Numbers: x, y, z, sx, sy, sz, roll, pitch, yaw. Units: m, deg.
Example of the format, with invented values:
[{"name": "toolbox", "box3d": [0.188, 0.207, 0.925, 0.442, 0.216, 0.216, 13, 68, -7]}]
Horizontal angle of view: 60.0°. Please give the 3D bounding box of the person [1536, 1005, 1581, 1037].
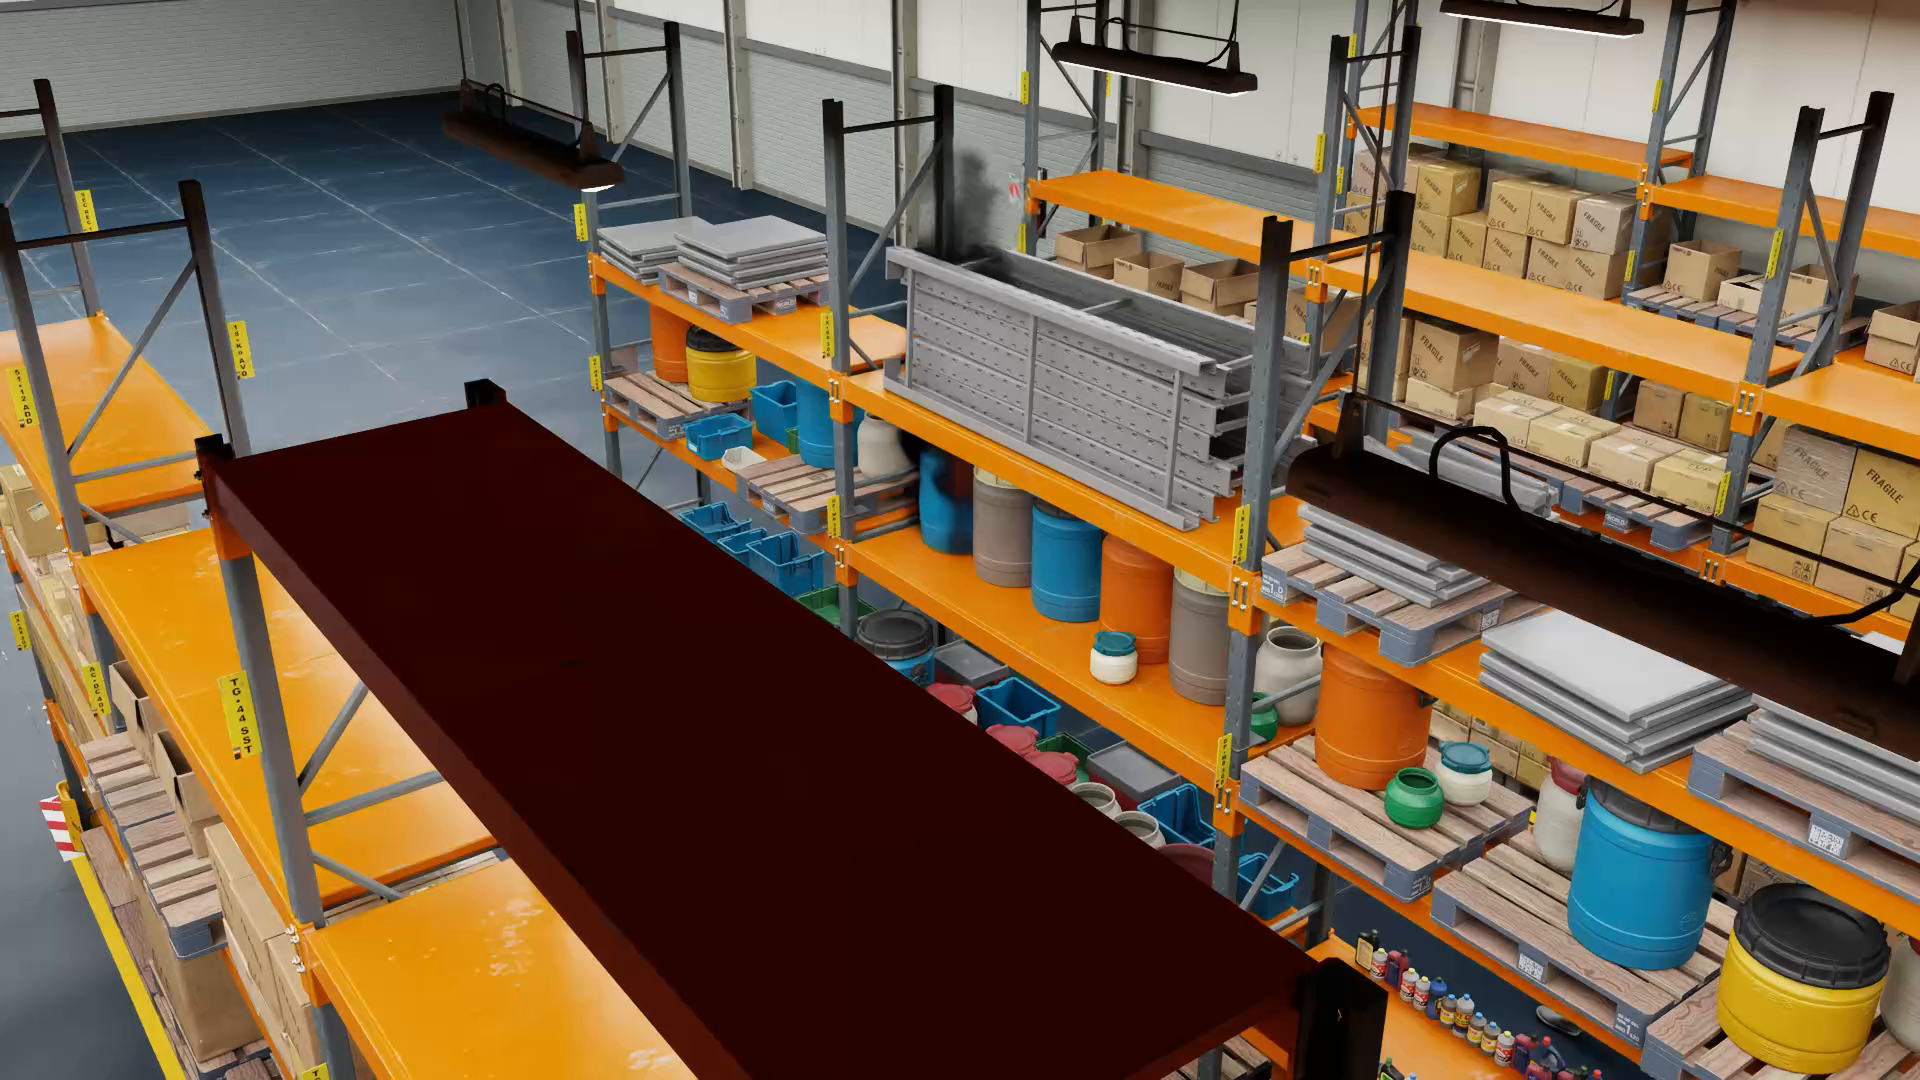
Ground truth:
[{"name": "person", "box3d": [4.365, 2.685, 11.163, 0.674, 1.682, 0.782, -22, 33, -39]}]
